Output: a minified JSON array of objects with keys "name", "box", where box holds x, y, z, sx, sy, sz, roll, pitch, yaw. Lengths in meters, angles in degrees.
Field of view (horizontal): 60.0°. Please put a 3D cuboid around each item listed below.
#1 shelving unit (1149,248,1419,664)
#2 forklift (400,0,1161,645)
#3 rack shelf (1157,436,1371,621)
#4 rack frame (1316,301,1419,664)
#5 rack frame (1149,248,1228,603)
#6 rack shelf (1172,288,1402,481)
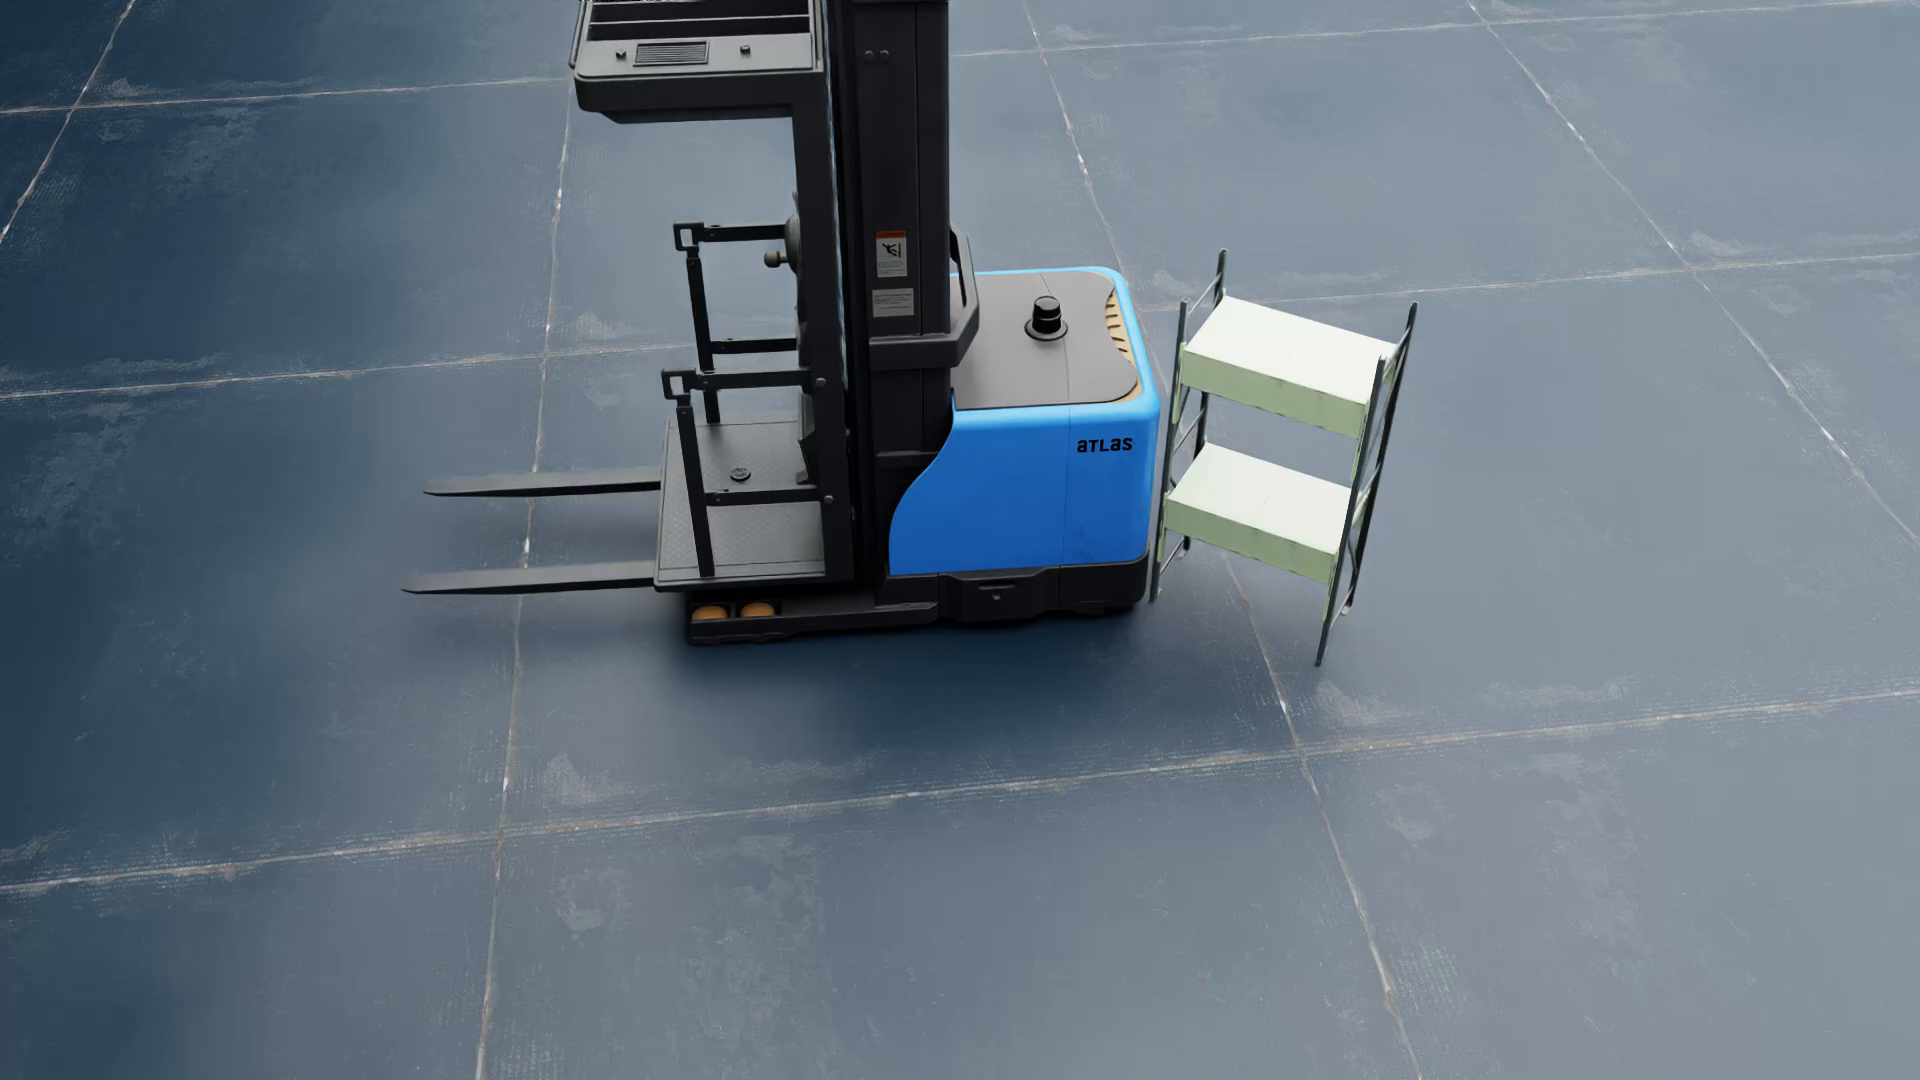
[{"name":"shelving unit","box":[1.218,-0.296,6.459,0.755,1.500,0.431,20,46,21]},{"name":"forklift","box":[-0.775,-1.031,6.205,3.031,2.935,1.130,-3,42,-4]},{"name":"rack shelf","box":[1.218,-0.054,6.677,0.720,0.370,0.431,20,46,21]},{"name":"rack frame","box":[1.539,-0.179,6.329,0.023,1.500,0.400,20,46,21]},{"name":"rack frame","box":[0.897,-0.414,6.589,0.023,1.500,0.400,20,46,21]},{"name":"rack shelf","box":[1.218,-0.586,6.197,0.720,0.370,0.431,20,46,21]}]
